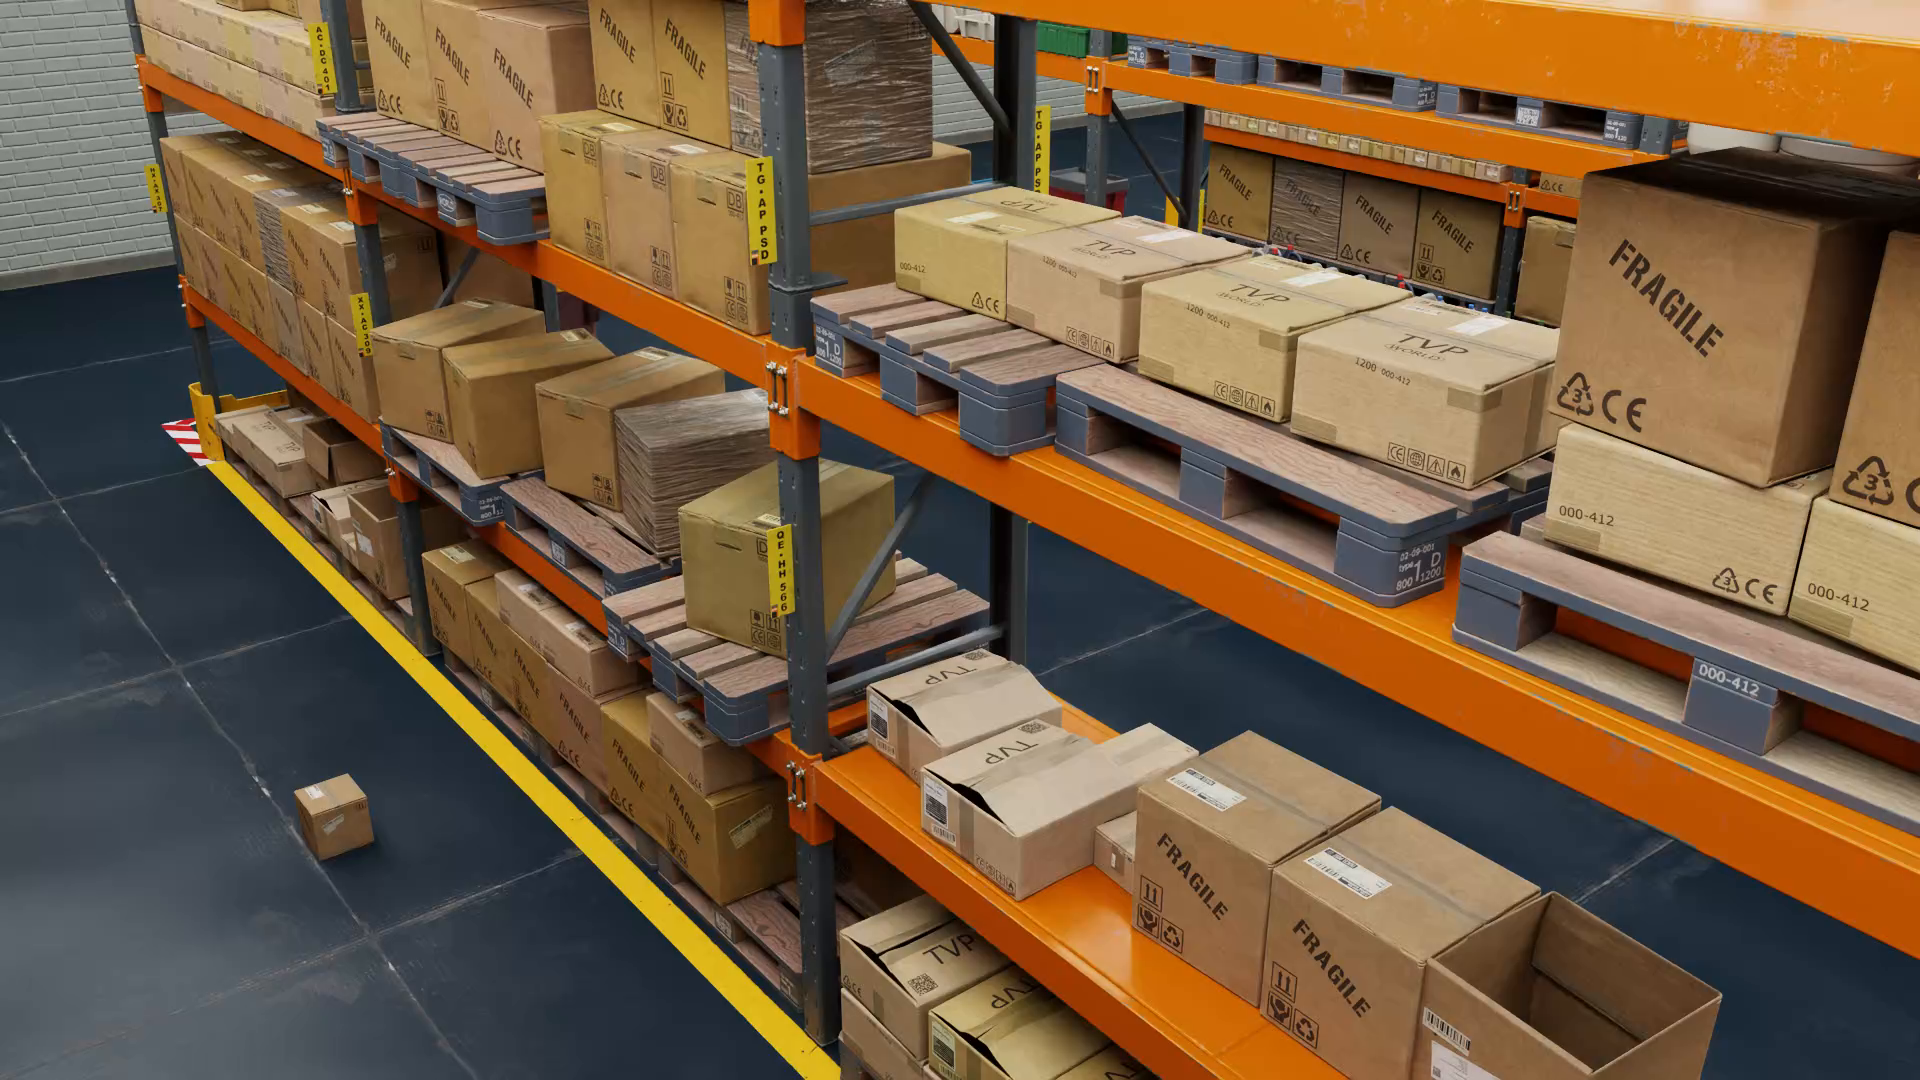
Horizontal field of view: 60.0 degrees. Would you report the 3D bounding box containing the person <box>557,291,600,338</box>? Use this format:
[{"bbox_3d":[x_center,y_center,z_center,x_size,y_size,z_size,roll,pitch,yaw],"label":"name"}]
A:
[{"bbox_3d":[-2.929,-1.562,12.052,0.567,1.812,0.482,-20,31,-37],"label":"person"}]
